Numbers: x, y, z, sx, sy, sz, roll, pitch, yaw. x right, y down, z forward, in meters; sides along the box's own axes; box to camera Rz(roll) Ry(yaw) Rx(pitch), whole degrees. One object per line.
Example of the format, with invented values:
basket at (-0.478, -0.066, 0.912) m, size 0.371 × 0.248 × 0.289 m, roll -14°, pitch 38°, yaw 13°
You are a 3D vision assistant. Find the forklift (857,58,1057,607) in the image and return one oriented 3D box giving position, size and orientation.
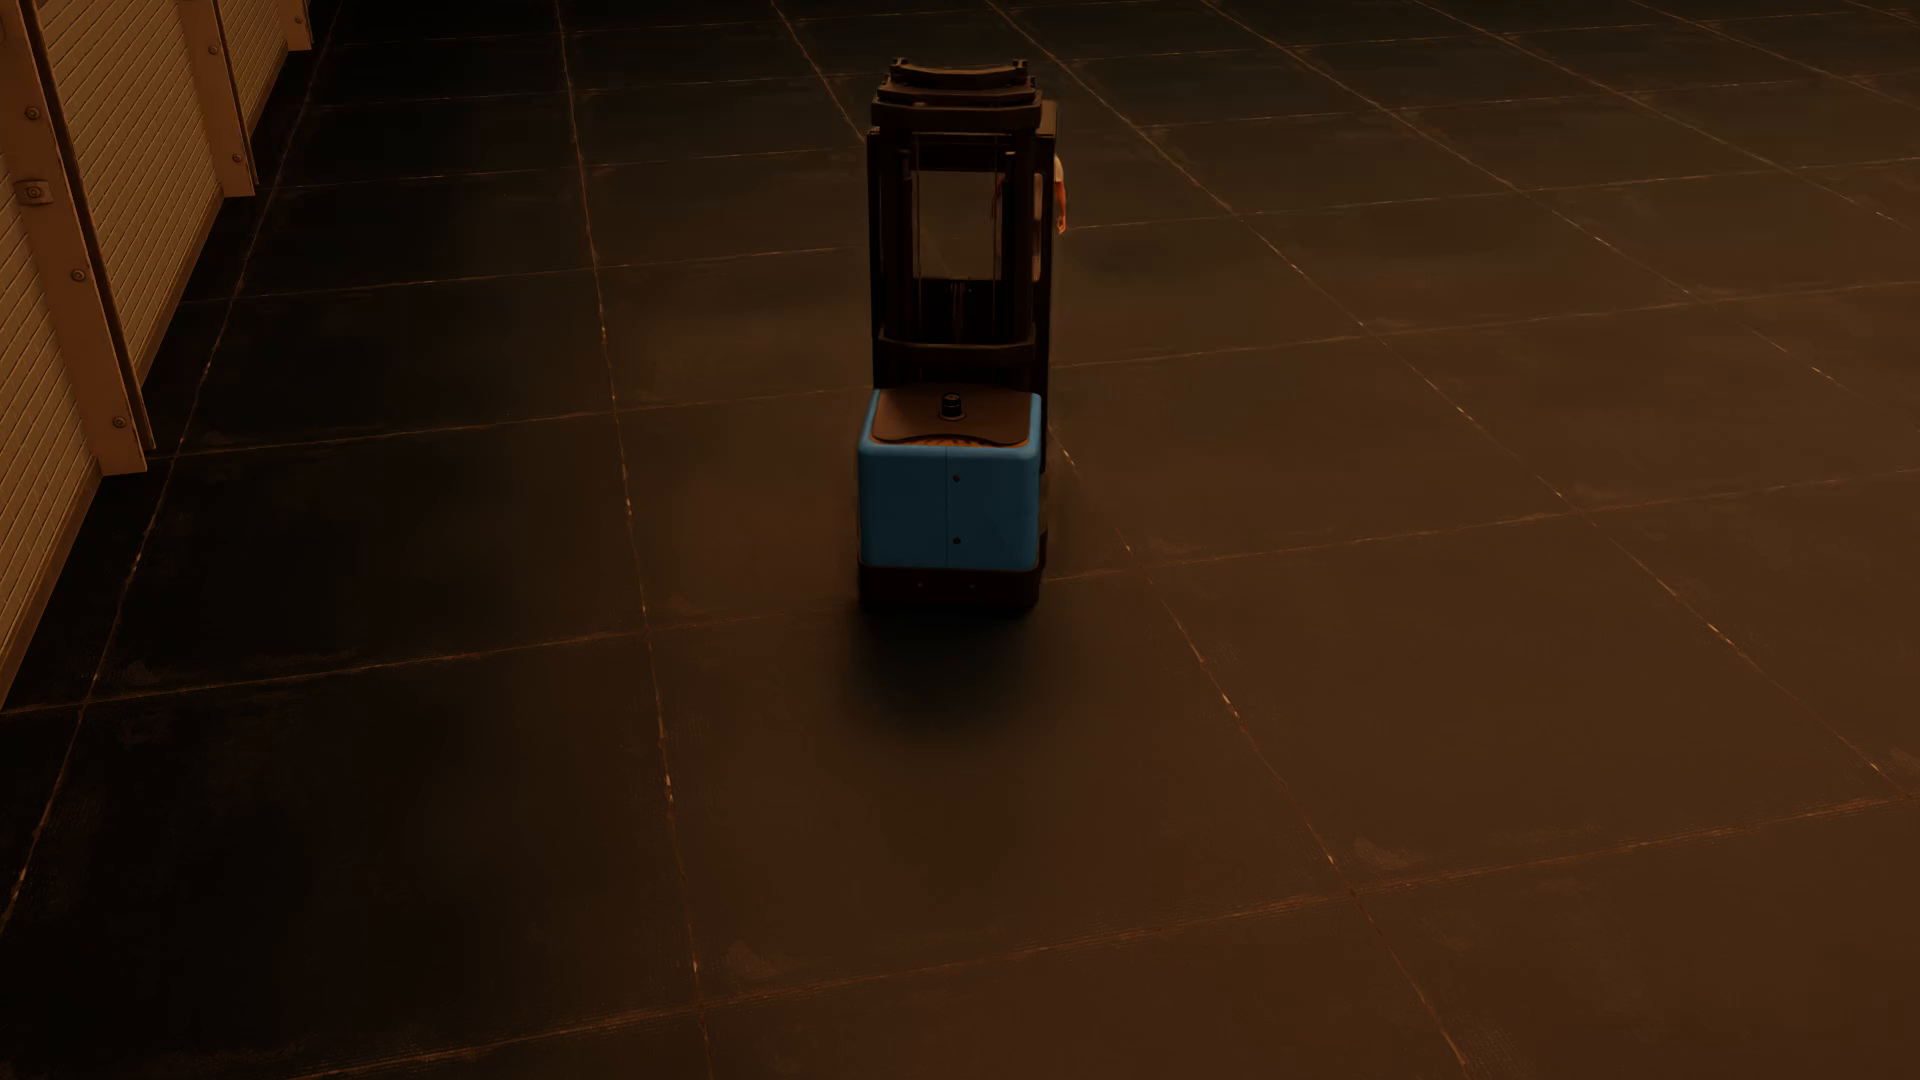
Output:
forklift at (0.021, -1.585, 10.313) m, size 1.130 × 2.935 × 3.031 m, roll 2°, pitch 30°, yaw 3°

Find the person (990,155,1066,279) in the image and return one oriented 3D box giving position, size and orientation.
person at (0.540, -2.609, 13.359) m, size 0.594 × 1.655 × 0.460 m, roll -5°, pitch 30°, yaw -9°
